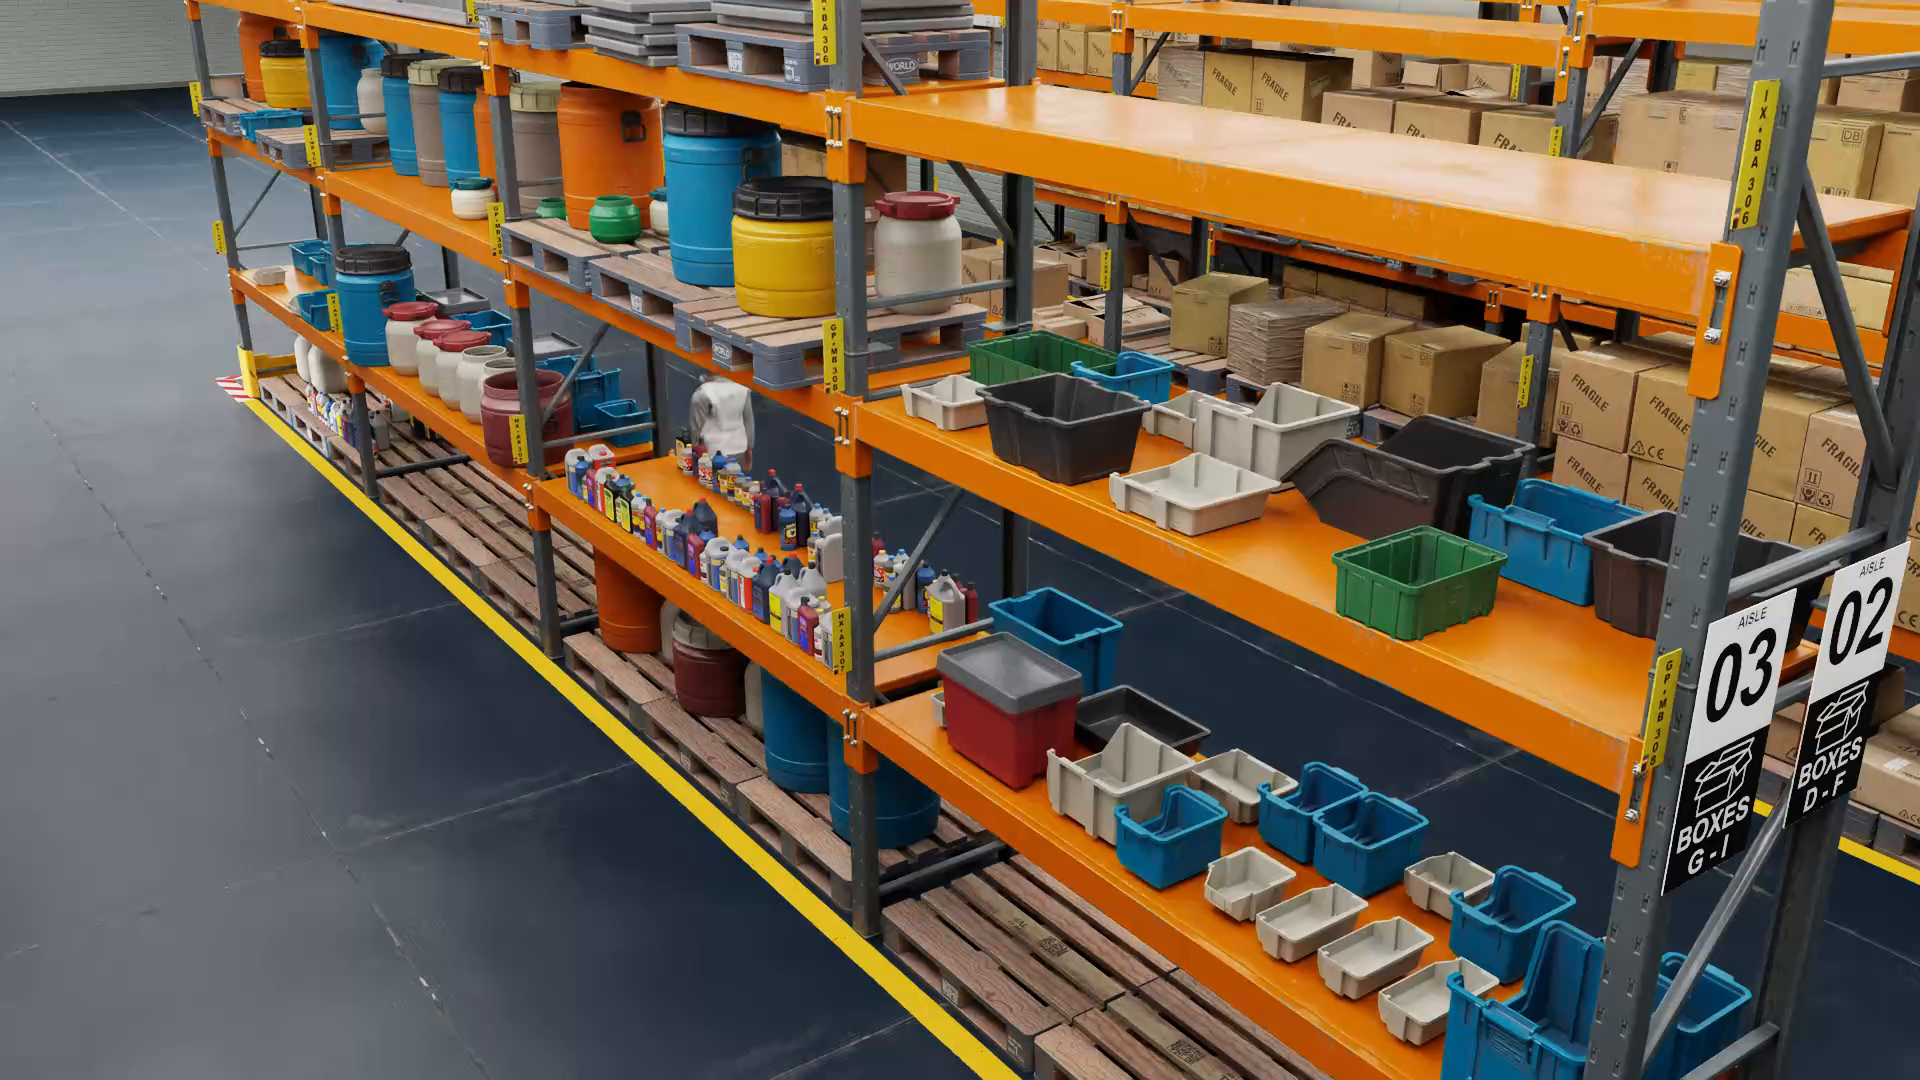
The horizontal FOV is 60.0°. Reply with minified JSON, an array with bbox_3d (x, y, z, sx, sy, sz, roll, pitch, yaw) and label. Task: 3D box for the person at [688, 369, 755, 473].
[{"bbox_3d":[-1.872,-0.666,12.751,0.472,1.805,0.535,18,28,39],"label":"person"}]
